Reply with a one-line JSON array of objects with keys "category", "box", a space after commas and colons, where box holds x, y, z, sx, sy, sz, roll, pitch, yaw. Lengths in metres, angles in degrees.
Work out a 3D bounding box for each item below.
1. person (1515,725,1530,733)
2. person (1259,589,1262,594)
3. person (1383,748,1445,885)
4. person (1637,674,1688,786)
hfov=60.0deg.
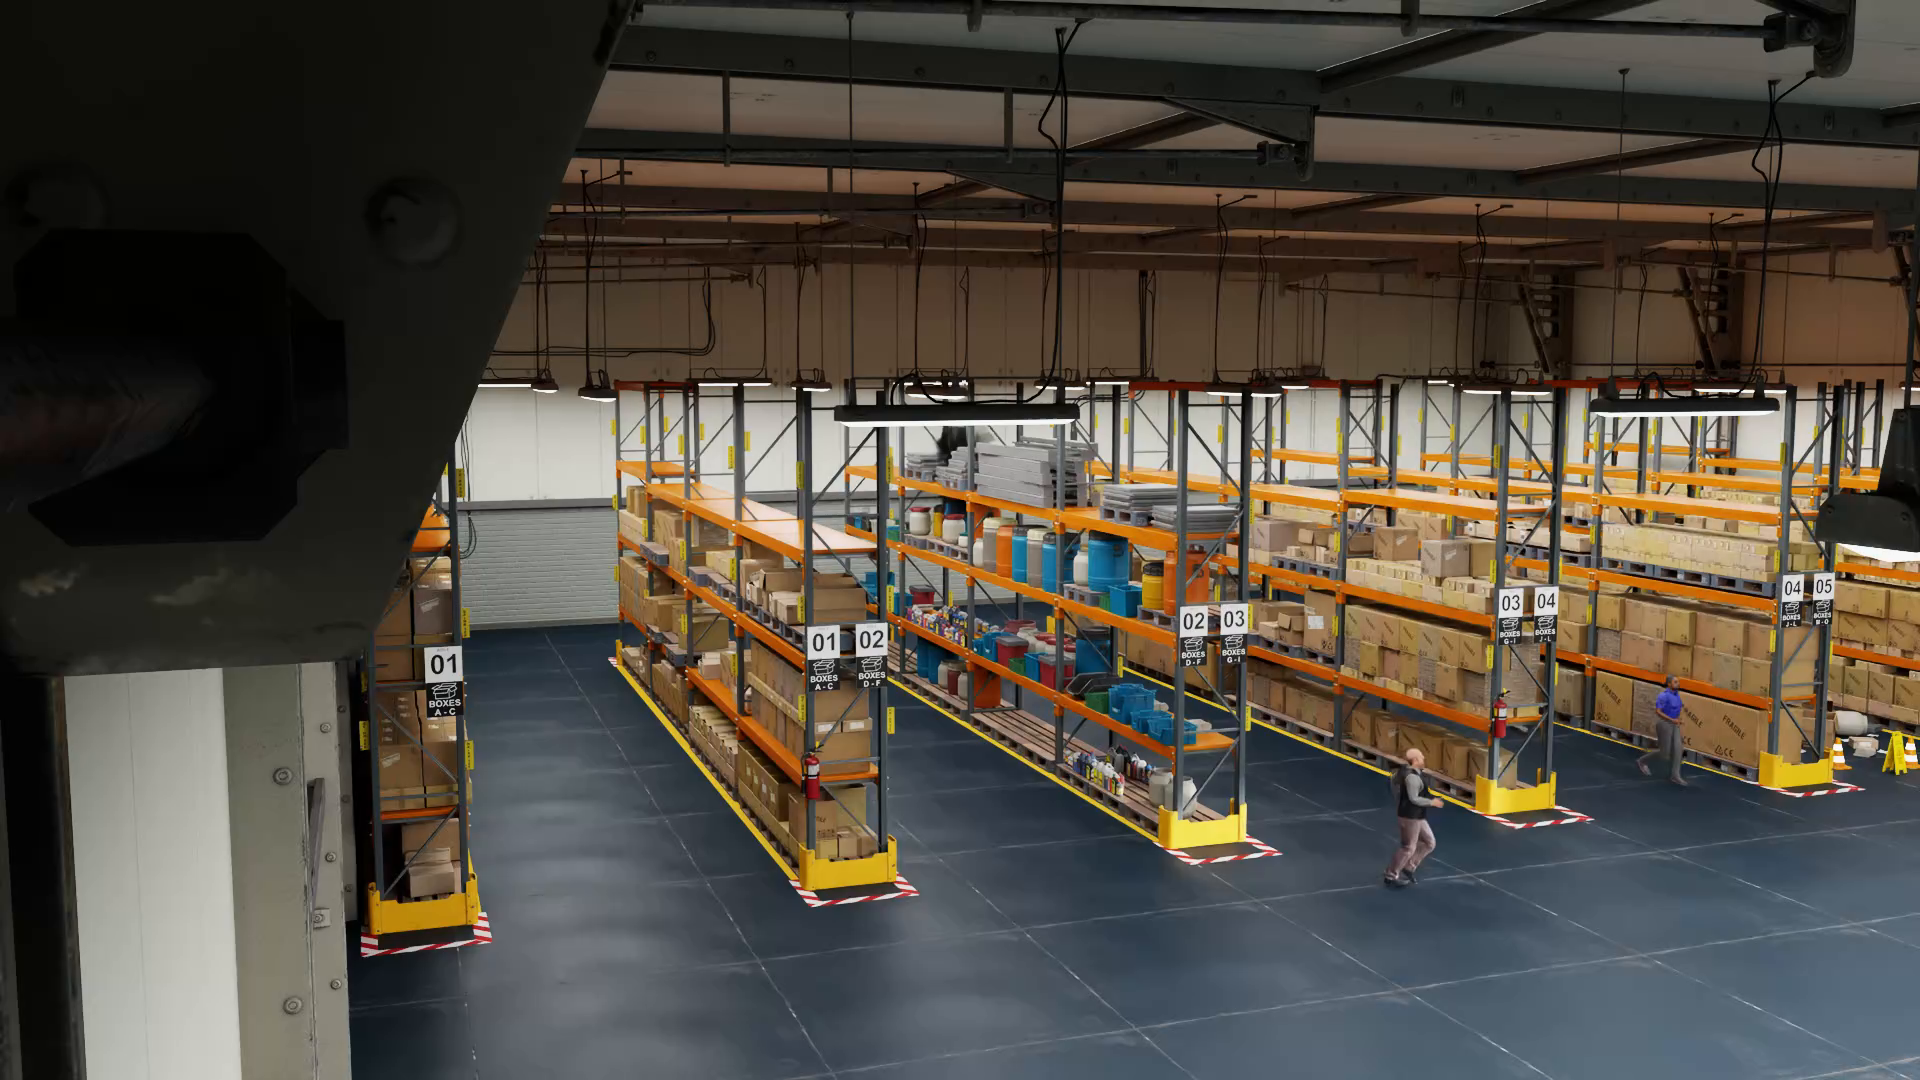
[{"category": "person", "box": [9.481, 2.382, 28.827, 0.634, 1.800, 0.939, -3, 7, -27]}, {"category": "person", "box": [6.262, 1.864, 34.036, 0.640, 1.854, 0.741, -3, 7, -23]}, {"category": "person", "box": [5.485, 3.372, 20.080, 0.702, 1.738, 0.656, 1, 6, 13]}, {"category": "person", "box": [10.722, 2.854, 25.261, 0.585, 1.665, 0.775, -4, 7, -36]}]
